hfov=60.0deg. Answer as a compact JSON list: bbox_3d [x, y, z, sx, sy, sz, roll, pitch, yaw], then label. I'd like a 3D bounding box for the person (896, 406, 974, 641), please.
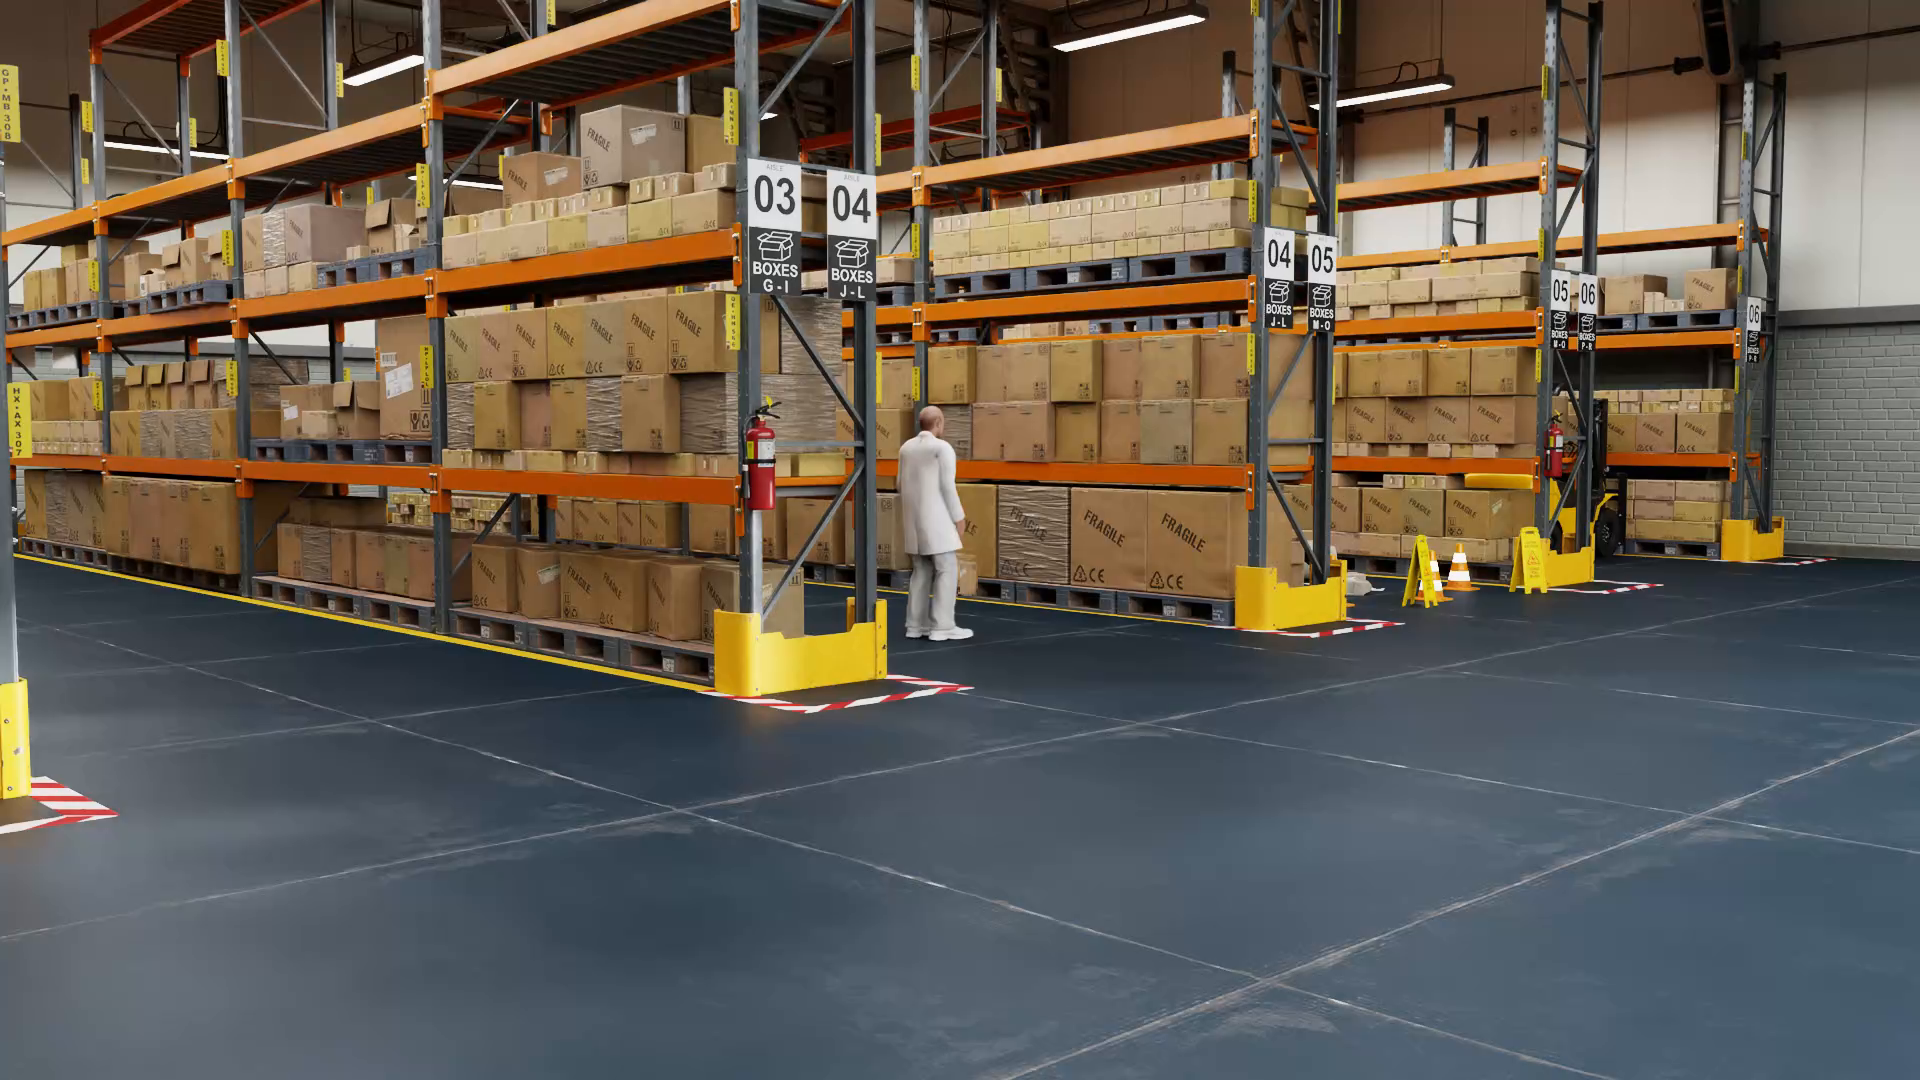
[{"bbox_3d":[-0.222,-0.134,12.734,0.422,1.777,0.594,-4,5,-45],"label":"person"}]
